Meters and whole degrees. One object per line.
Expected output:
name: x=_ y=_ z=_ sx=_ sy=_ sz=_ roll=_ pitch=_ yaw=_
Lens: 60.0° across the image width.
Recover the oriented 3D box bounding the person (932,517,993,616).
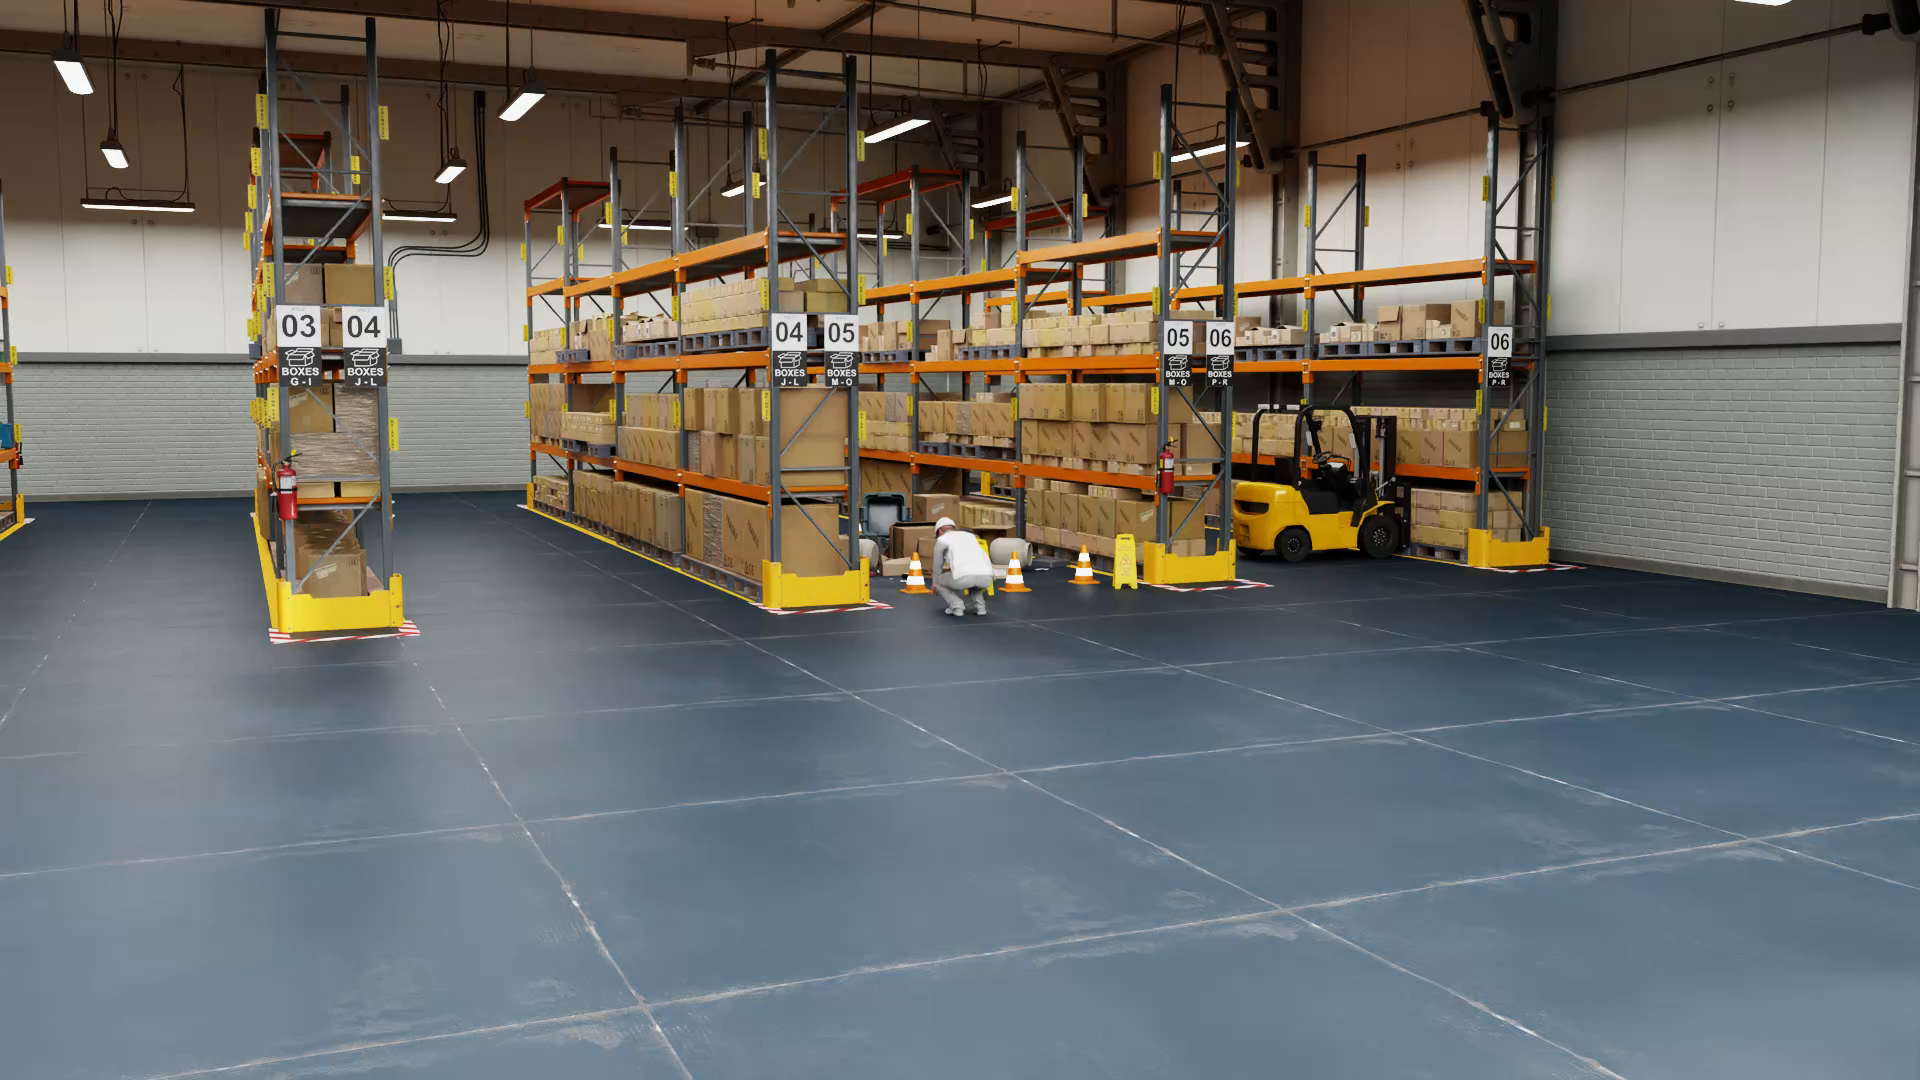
person: x=-0.002 y=0.282 z=17.786 sx=0.524 sy=1.008 sz=0.881 roll=-2 pitch=6 yaw=-25
